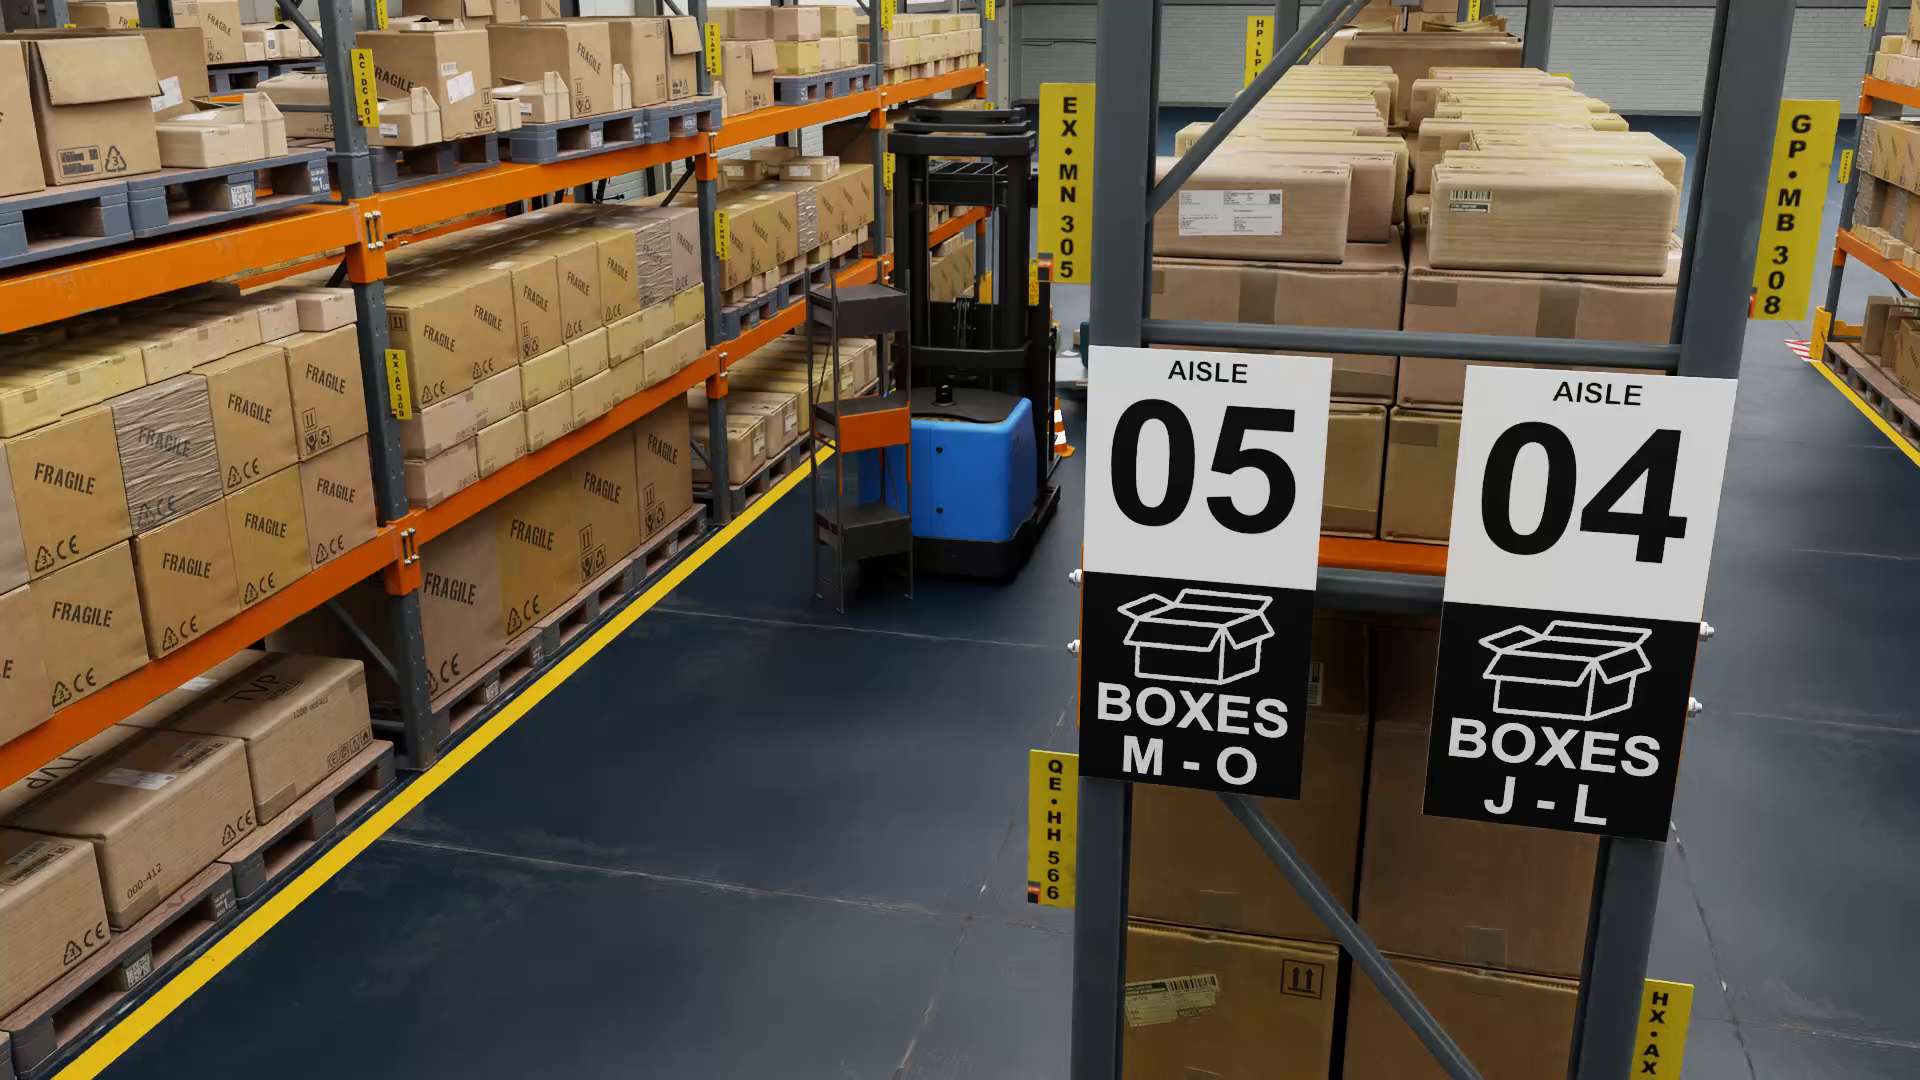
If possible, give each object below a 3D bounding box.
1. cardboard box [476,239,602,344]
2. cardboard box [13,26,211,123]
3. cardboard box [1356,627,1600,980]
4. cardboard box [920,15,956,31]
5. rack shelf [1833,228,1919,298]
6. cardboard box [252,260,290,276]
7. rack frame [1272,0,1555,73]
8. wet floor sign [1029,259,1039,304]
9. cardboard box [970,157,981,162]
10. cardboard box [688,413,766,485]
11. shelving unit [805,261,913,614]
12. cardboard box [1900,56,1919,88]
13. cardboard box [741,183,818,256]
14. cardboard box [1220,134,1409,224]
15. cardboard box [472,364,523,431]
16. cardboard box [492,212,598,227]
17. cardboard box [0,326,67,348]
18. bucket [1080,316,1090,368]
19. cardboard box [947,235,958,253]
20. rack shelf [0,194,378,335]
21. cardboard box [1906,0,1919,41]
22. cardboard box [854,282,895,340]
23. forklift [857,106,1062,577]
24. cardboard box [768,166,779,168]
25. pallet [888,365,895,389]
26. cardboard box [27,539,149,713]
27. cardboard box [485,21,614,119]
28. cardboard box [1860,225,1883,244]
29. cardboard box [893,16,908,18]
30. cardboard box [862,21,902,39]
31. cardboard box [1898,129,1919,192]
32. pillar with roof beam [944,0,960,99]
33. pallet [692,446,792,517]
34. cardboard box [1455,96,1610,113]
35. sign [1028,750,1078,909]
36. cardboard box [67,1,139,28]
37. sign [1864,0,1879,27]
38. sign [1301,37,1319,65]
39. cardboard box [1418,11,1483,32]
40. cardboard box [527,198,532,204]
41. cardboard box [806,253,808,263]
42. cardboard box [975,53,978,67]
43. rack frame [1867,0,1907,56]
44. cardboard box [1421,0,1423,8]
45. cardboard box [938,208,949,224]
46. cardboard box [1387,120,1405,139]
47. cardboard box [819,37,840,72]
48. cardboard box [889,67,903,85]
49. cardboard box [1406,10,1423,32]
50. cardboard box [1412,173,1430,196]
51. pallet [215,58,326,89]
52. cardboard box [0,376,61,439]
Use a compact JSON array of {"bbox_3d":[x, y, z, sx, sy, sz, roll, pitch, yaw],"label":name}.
[{"bbox_3d":[-2.406,-1.431,9.536,0.500,0.500,0.500,4,19,12],"label":"cardboard box"},{"bbox_3d":[-3.482,-1.859,6.891,0.500,0.500,0.500,5,19,14],"label":"cardboard box"},{"bbox_3d":[1.080,0.518,3.370,0.500,0.500,0.500,5,19,13],"label":"cardboard box"},{"bbox_3d":[-0.256,-5.390,17.340,0.380,0.149,0.250,5,19,14],"label":"cardboard box"},{"bbox_3d":[8.918,-2.326,14.969,1.077,0.370,4.000,5,19,13],"label":"rack shelf"},{"bbox_3d":[-6.251,-2.489,14.567,0.500,0.250,0.500,5,20,15],"label":"cardboard box"},{"bbox_3d":[1.690,-2.794,5.946,1.000,3.000,0.127,5,19,13],"label":"rack frame"},{"bbox_3d":[0.881,-2.936,19.286,0.267,0.644,0.232,12,22,32],"label":"wet floor sign"},{"bbox_3d":[-0.068,-4.072,18.353,0.500,0.500,0.500,4,19,12],"label":"cardboard box"},{"bbox_3d":[-2.010,-0.700,12.511,0.950,0.372,0.625,3,19,10],"label":"cardboard box"},{"bbox_3d":[-0.616,-0.627,10.276,0.503,2.100,0.431,-10,21,-28],"label":"shelving unit"},{"bbox_3d":[8.794,-4.194,14.916,0.500,0.250,0.500,5,19,13],"label":"cardboard box"},{"bbox_3d":[-1.449,-2.565,13.291,0.500,0.500,0.500,4,19,11],"label":"cardboard box"},{"bbox_3d":[0.726,-0.753,3.451,0.380,0.149,0.250,4,19,12],"label":"cardboard box"},{"bbox_3d":[-2.653,-0.761,8.734,0.500,0.250,0.500,5,19,14],"label":"cardboard box"},{"bbox_3d":[-2.627,-1.797,10.607,0.500,0.500,0.500,5,19,14],"label":"cardboard box"},{"bbox_3d":[-3.745,-0.744,6.521,0.380,0.149,0.250,4,19,12],"label":"cardboard box"},{"bbox_3d":[1.442,-1.858,15.198,0.726,0.611,0.620,12,32,32],"label":"bucket"},{"bbox_3d":[-0.235,-3.164,17.752,0.380,0.149,0.250,5,19,14],"label":"cardboard box"},{"bbox_3d":[-3.623,-0.767,5.763,1.077,0.370,4.000,5,19,13],"label":"rack shelf"},{"bbox_3d":[8.782,-4.693,14.758,0.500,0.500,0.500,5,19,13],"label":"cardboard box"},{"bbox_3d":[-0.774,-2.238,16.043,0.500,0.500,0.500,6,20,16],"label":"cardboard box"},{"bbox_3d":[0.135,-1.586,11.796,1.130,2.935,3.031,4,19,12],"label":"forklift"},{"bbox_3d":[-1.573,-3.084,14.812,0.500,0.500,0.500,5,20,15],"label":"cardboard box"},{"bbox_3d":[-1.050,-1.716,16.384,1.003,0.211,1.213,5,19,13],"label":"pallet"},{"bbox_3d":[-3.372,0.287,6.051,0.500,0.500,0.500,5,20,15],"label":"cardboard box"},{"bbox_3d":[-2.307,-2.658,9.385,0.500,0.500,0.500,5,19,14],"label":"cardboard box"},{"bbox_3d":[8.951,-2.950,16.071,0.380,0.149,0.250,5,19,13],"label":"cardboard box"},{"bbox_3d":[-0.756,-5.347,17.214,0.380,0.149,0.250,5,19,13],"label":"cardboard box"},{"bbox_3d":[-0.751,-4.657,15.194,0.380,0.149,0.250,5,20,15],"label":"cardboard box"},{"bbox_3d":[8.642,-3.333,14.644,0.500,0.500,0.500,5,19,13],"label":"cardboard box"},{"bbox_3d":[3.977,-14.341,39.751,9.100,9.000,0.400,5,19,13],"label":"pillar with roof beam"},{"bbox_3d":[-1.965,-0.493,12.805,1.003,0.211,1.213,5,19,13],"label":"pallet"},{"bbox_3d":[1.546,-1.121,4.529,0.380,0.149,0.250,4,19,12],"label":"cardboard box"},{"bbox_3d":[0.180,0.551,3.153,0.100,0.325,0.005,5,19,13],"label":"sign"},{"bbox_3d":[-6.558,-3.880,12.805,0.500,0.500,0.500,5,19,14],"label":"cardboard box"},{"bbox_3d":[8.881,-5.169,16.187,0.100,0.325,0.005,5,19,13],"label":"sign"},{"bbox_3d":[2.131,-2.957,10.141,0.100,0.325,0.005,5,19,13],"label":"sign"},{"bbox_3d":[2.821,-2.891,9.530,0.396,0.266,0.258,5,19,13],"label":"cardboard box"},{"bbox_3d":[-5.143,-4.016,18.651,0.500,0.500,0.500,4,19,12],"label":"cardboard box"},{"bbox_3d":[-1.465,-2.326,13.594,0.380,0.149,0.250,4,19,11],"label":"cardboard box"},{"bbox_3d":[-0.019,-5.242,18.143,0.380,0.149,0.250,5,19,14],"label":"cardboard box"},{"bbox_3d":[9.407,-6.132,15.718,1.000,3.000,0.127,5,19,13],"label":"rack frame"},{"bbox_3d":[4.373,-4.873,15.023,0.380,0.149,0.250,5,19,13],"label":"cardboard box"},{"bbox_3d":[-0.331,-3.416,17.437,0.380,0.149,0.250,4,19,13],"label":"cardboard box"},{"bbox_3d":[1.213,-1.252,5.532,0.500,0.250,0.500,5,19,13],"label":"cardboard box"},{"bbox_3d":[-1.311,-4.016,13.747,0.500,0.250,0.500,5,19,14],"label":"cardboard box"},{"bbox_3d":[-0.745,-4.278,15.320,0.380,0.149,0.250,5,19,13],"label":"cardboard box"},{"bbox_3d":[4.157,-4.487,14.511,0.500,0.250,0.500,4,19,13],"label":"cardboard box"},{"bbox_3d":[1.334,-0.725,3.986,0.500,0.250,0.500,5,19,14],"label":"cardboard box"},{"bbox_3d":[-6.197,-4.264,15.186,0.805,0.209,1.217,4,19,11],"label":"pallet"},{"bbox_3d":[-3.337,-0.460,5.689,0.380,0.149,0.250,4,19,12],"label":"cardboard box"}]
